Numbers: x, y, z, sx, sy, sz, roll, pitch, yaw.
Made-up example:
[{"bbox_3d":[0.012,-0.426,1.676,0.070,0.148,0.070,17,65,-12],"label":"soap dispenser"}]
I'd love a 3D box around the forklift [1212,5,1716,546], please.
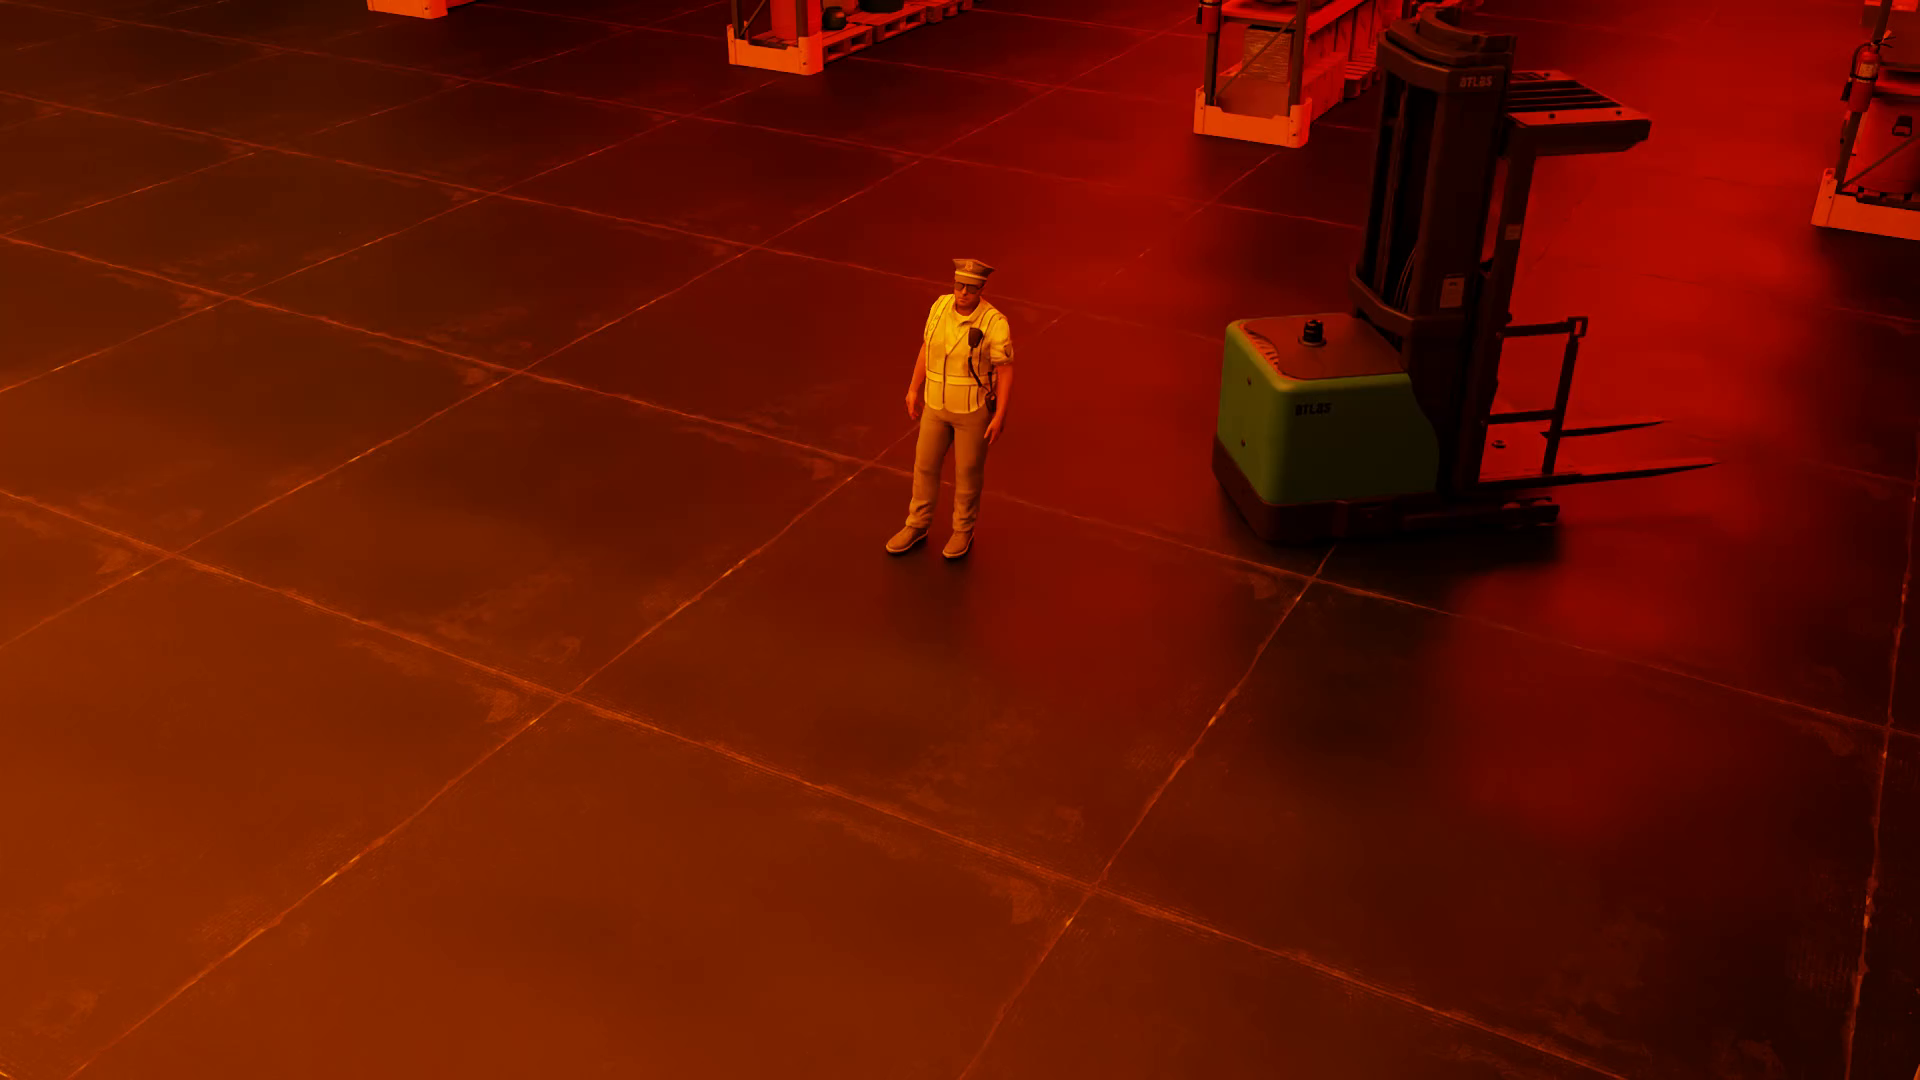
[{"bbox_3d":[3.179,-1.585,9.817,3.031,2.935,1.130,-5,30,-9],"label":"forklift"}]

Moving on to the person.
[{"bbox_3d":[-0.048,-0.747,9.499,0.640,1.780,0.574,15,33,25],"label":"person"}]
